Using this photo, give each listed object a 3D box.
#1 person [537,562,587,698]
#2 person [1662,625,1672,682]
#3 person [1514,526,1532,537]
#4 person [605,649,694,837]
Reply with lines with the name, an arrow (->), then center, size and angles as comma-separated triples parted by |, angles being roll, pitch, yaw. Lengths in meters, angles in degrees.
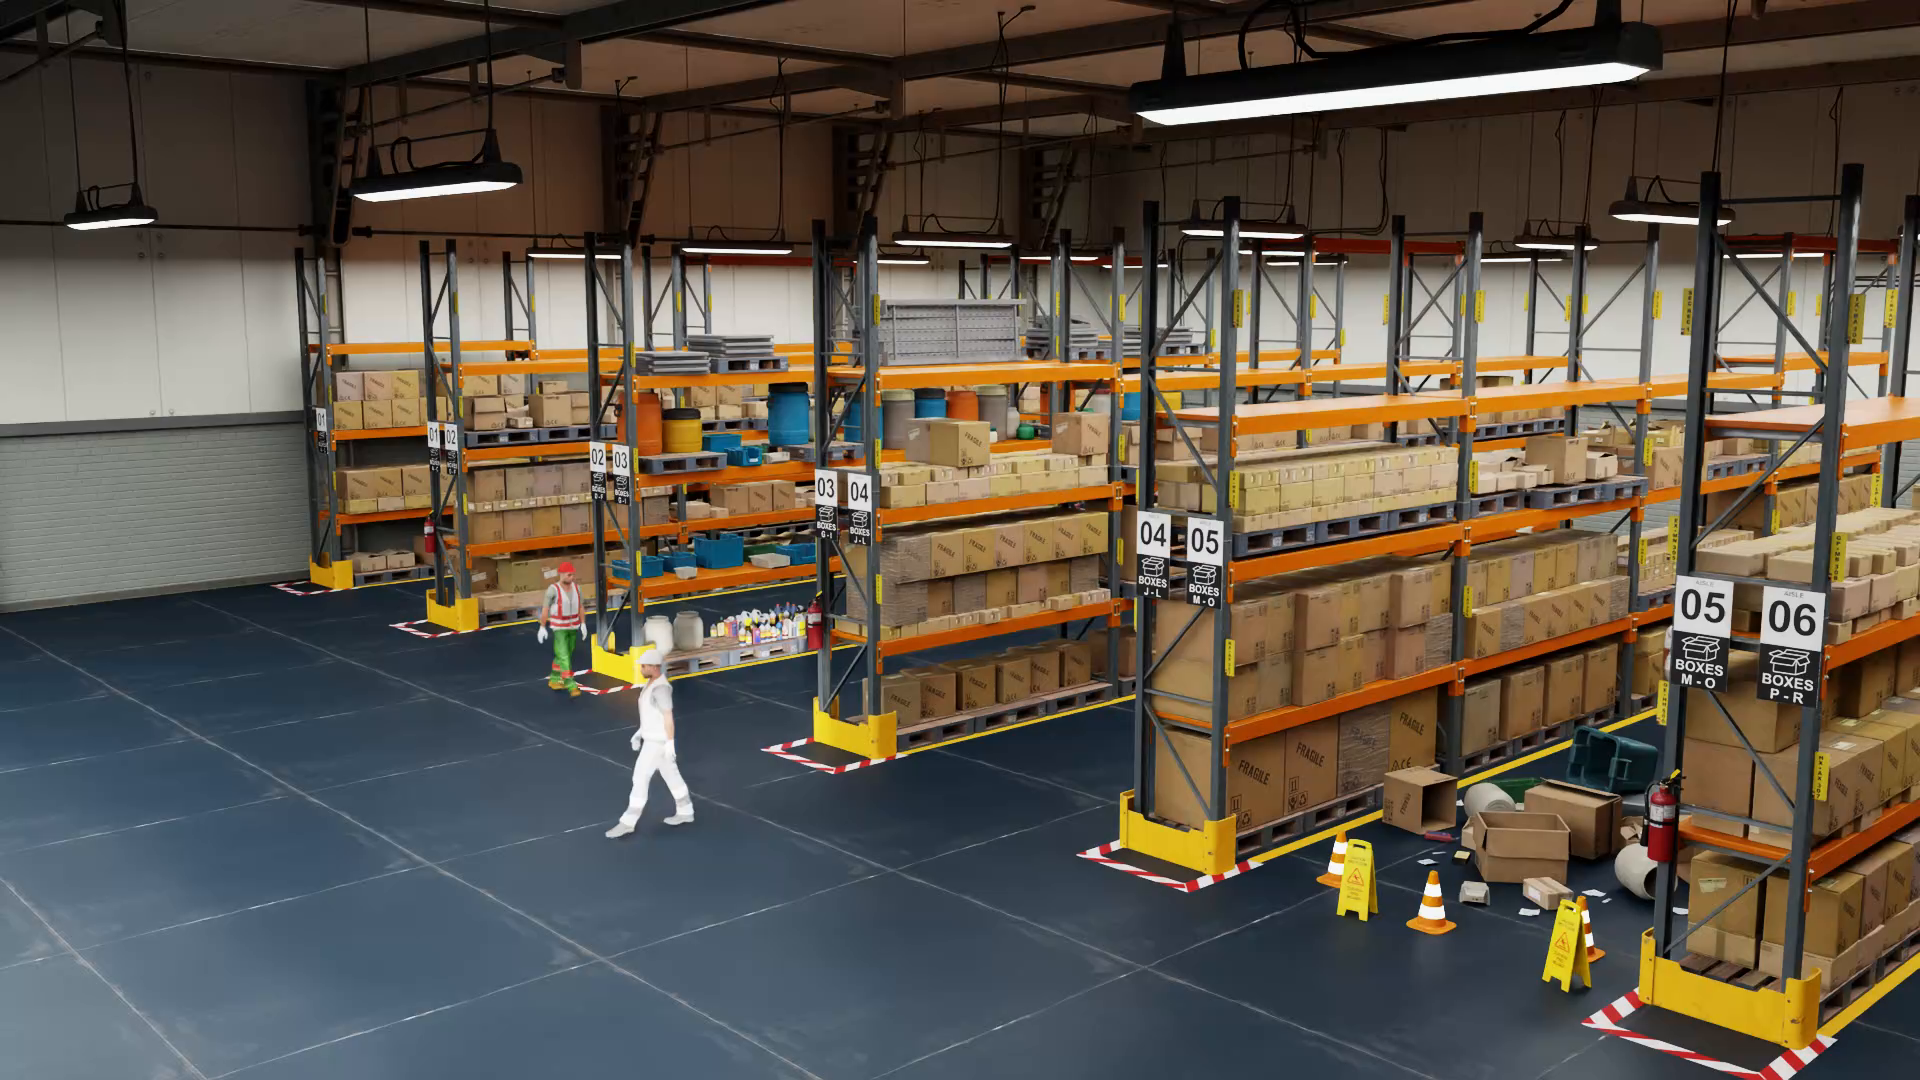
person -> -5.078, 1.142, 21.500 | 1.044, 1.718, 0.608 | 7, 11, 38
person -> 8.327, 1.561, 19.124 | 0.522, 1.660, 0.537 | -7, 11, -41
person -> 8.915, 0.558, 25.896 | 0.720, 1.659, 0.748 | -5, 10, -33
person -> -3.027, 1.924, 16.098 | 0.877, 1.746, 0.569 | -2, 9, -15
